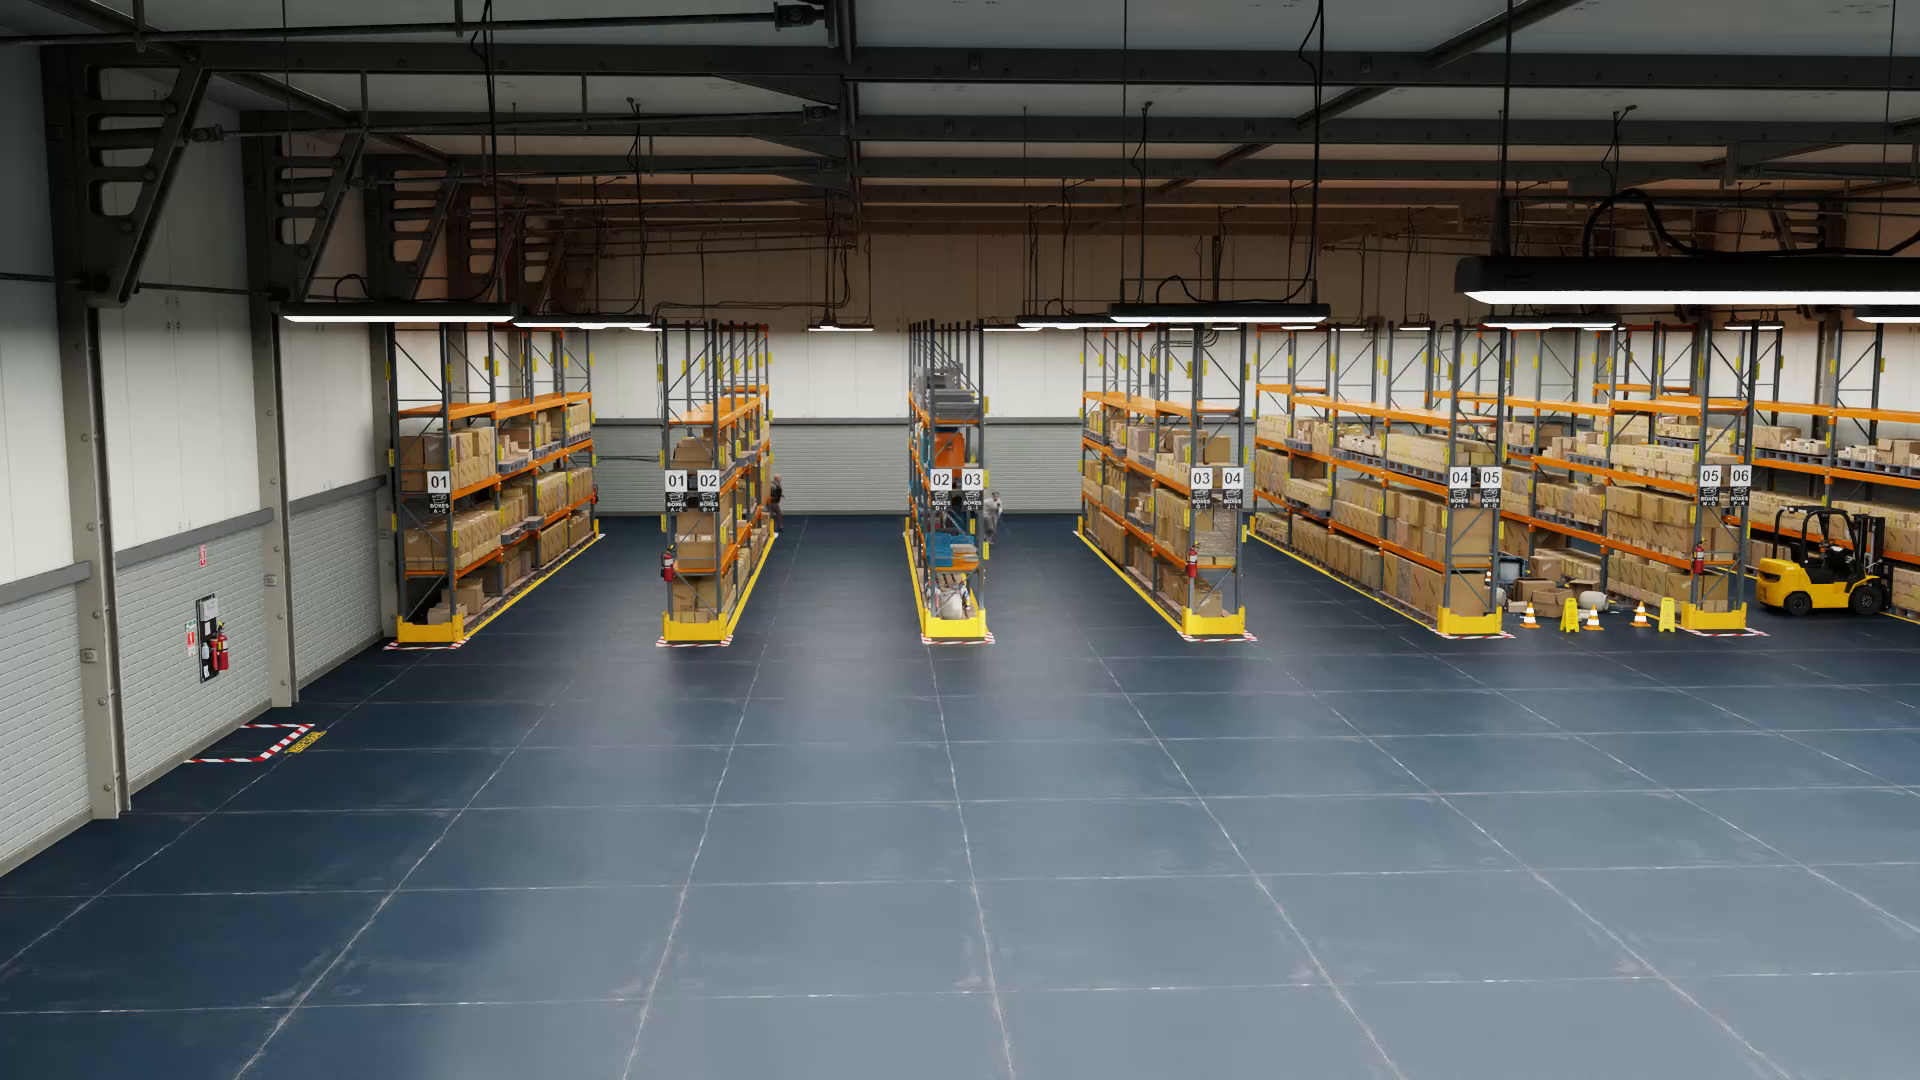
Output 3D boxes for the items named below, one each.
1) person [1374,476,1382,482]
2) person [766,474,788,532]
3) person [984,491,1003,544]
[{"bbox_3d":[12.441,-1.247,49.610,0.849,1.710,0.564,-2,7,-14],"label":"person"},{"bbox_3d":[-5.451,-1.071,48.239,0.877,1.715,0.648,1,7,5],"label":"person"},{"bbox_3d":[0.833,-0.596,45.232,0.639,1.493,0.788,-3,8,-24],"label":"person"}]
